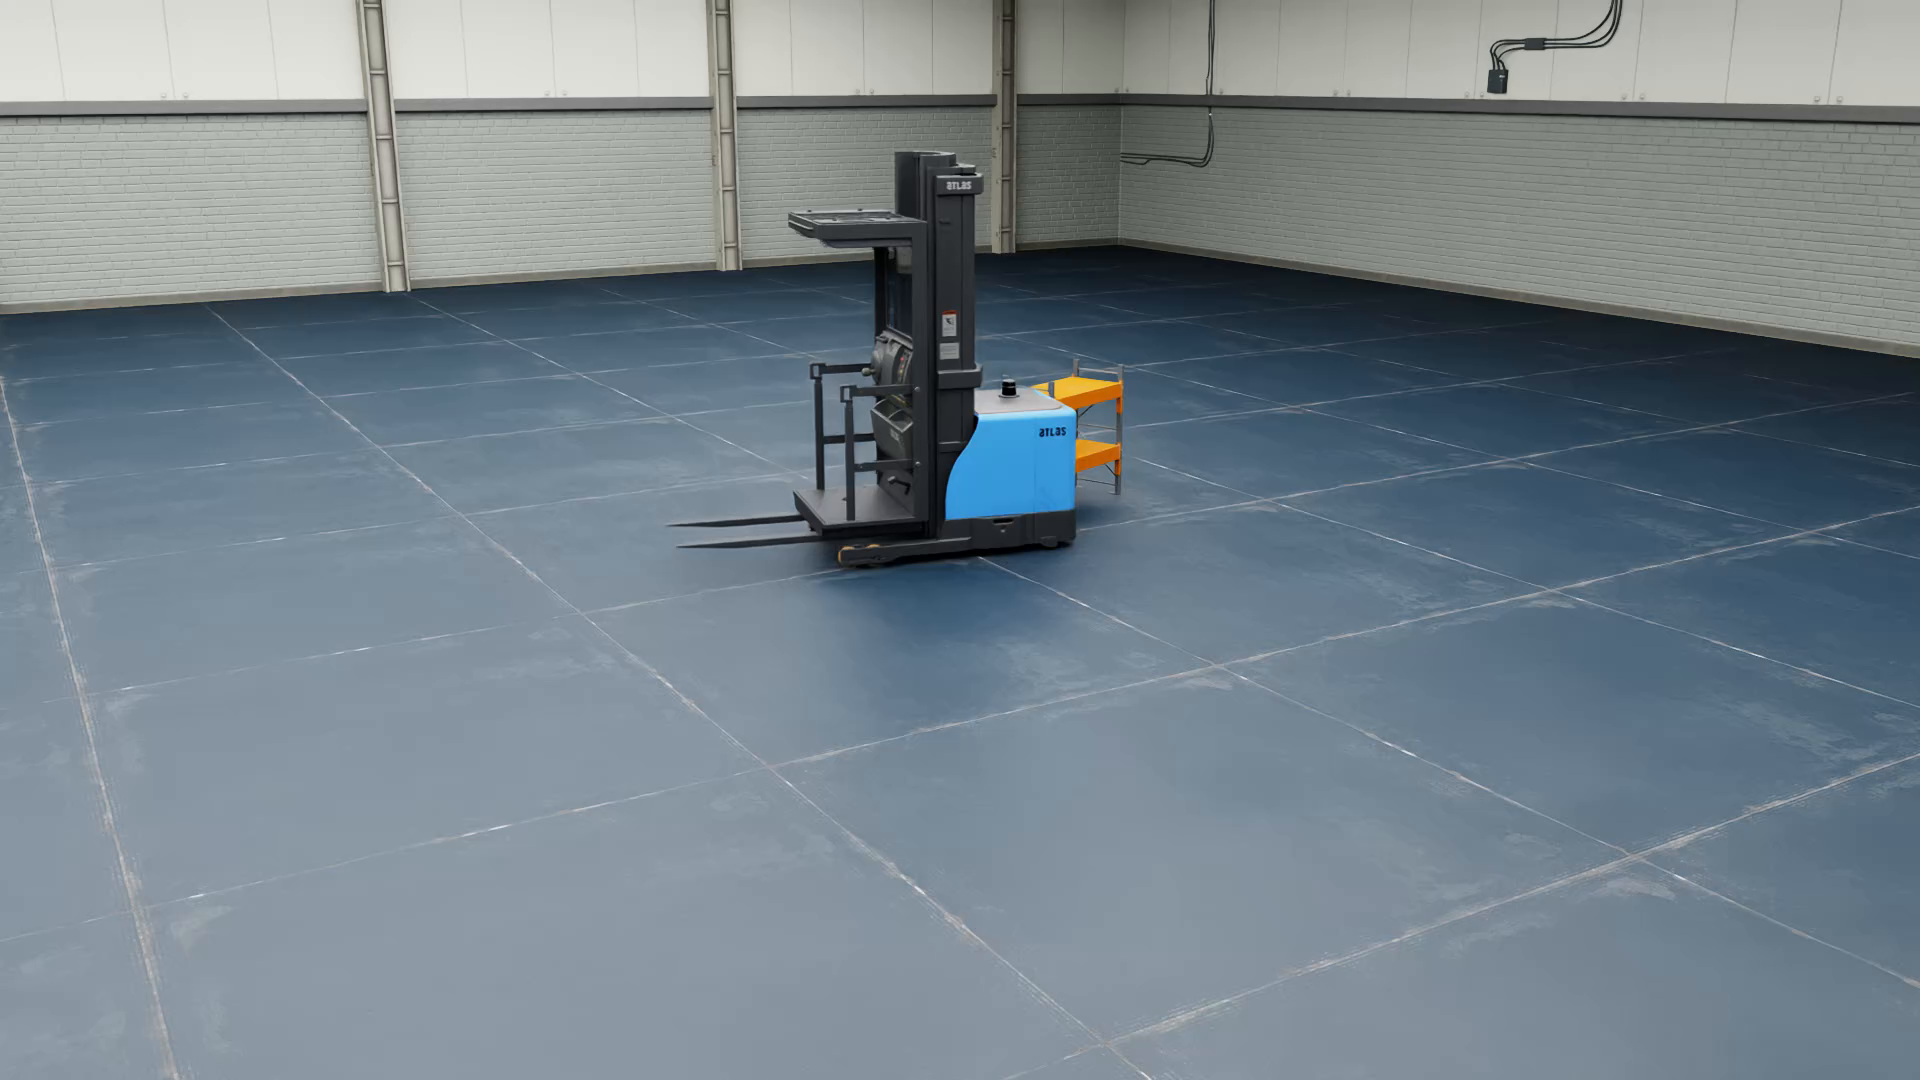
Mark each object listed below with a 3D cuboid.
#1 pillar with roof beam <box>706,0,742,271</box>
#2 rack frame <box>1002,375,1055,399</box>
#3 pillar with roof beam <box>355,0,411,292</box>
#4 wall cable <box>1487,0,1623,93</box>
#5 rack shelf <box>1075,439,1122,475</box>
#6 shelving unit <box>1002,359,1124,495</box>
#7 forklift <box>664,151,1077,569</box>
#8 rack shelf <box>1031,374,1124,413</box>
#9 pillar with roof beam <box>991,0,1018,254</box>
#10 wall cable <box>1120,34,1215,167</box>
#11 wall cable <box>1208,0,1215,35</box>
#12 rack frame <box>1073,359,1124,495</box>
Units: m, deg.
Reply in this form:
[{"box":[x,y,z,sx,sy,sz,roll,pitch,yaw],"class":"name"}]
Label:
[{"box":[-2.048,-8.335,25.971,0.400,9.000,9.100,-9,18,-30],"class":"pillar with roof beam"},{"box":[0.549,-0.759,13.534,0.500,1.125,0.032,12,20,37],"class":"rack frame"},{"box":[-7.191,-7.501,22.996,0.400,9.000,9.100,-9,18,-30],"class":"pillar with roof beam"},{"box":[8.960,-9.707,24.567,0.169,6.003,2.305,-9,18,-30],"class":"wall cable"},{"box":[0.864,-0.631,13.984,0.538,0.278,1.000,12,20,37],"class":"rack shelf"},{"box":[0.864,-0.867,13.918,0.538,1.125,1.048,12,20,37],"class":"shelving unit"},{"box":[-0.688,-1.357,12.320,3.031,2.935,1.130,-5,16,-17],"class":"forklift"},{"box":[0.864,-1.149,13.839,0.538,0.278,1.000,12,20,37],"class":"rack shelf"},{"box":[3.095,-9.169,28.947,0.400,9.000,9.100,-9,18,-30],"class":"pillar with roof beam"},{"box":[4.084,-8.773,33.288,0.112,2.526,3.097,-9,18,-30],"class":"wall cable"},{"box":[5.478,-10.579,30.374,0.112,2.526,3.097,-9,18,-30],"class":"wall cable"},{"box":[1.179,-0.974,14.302,0.500,1.125,0.032,12,20,37],"class":"rack frame"}]
